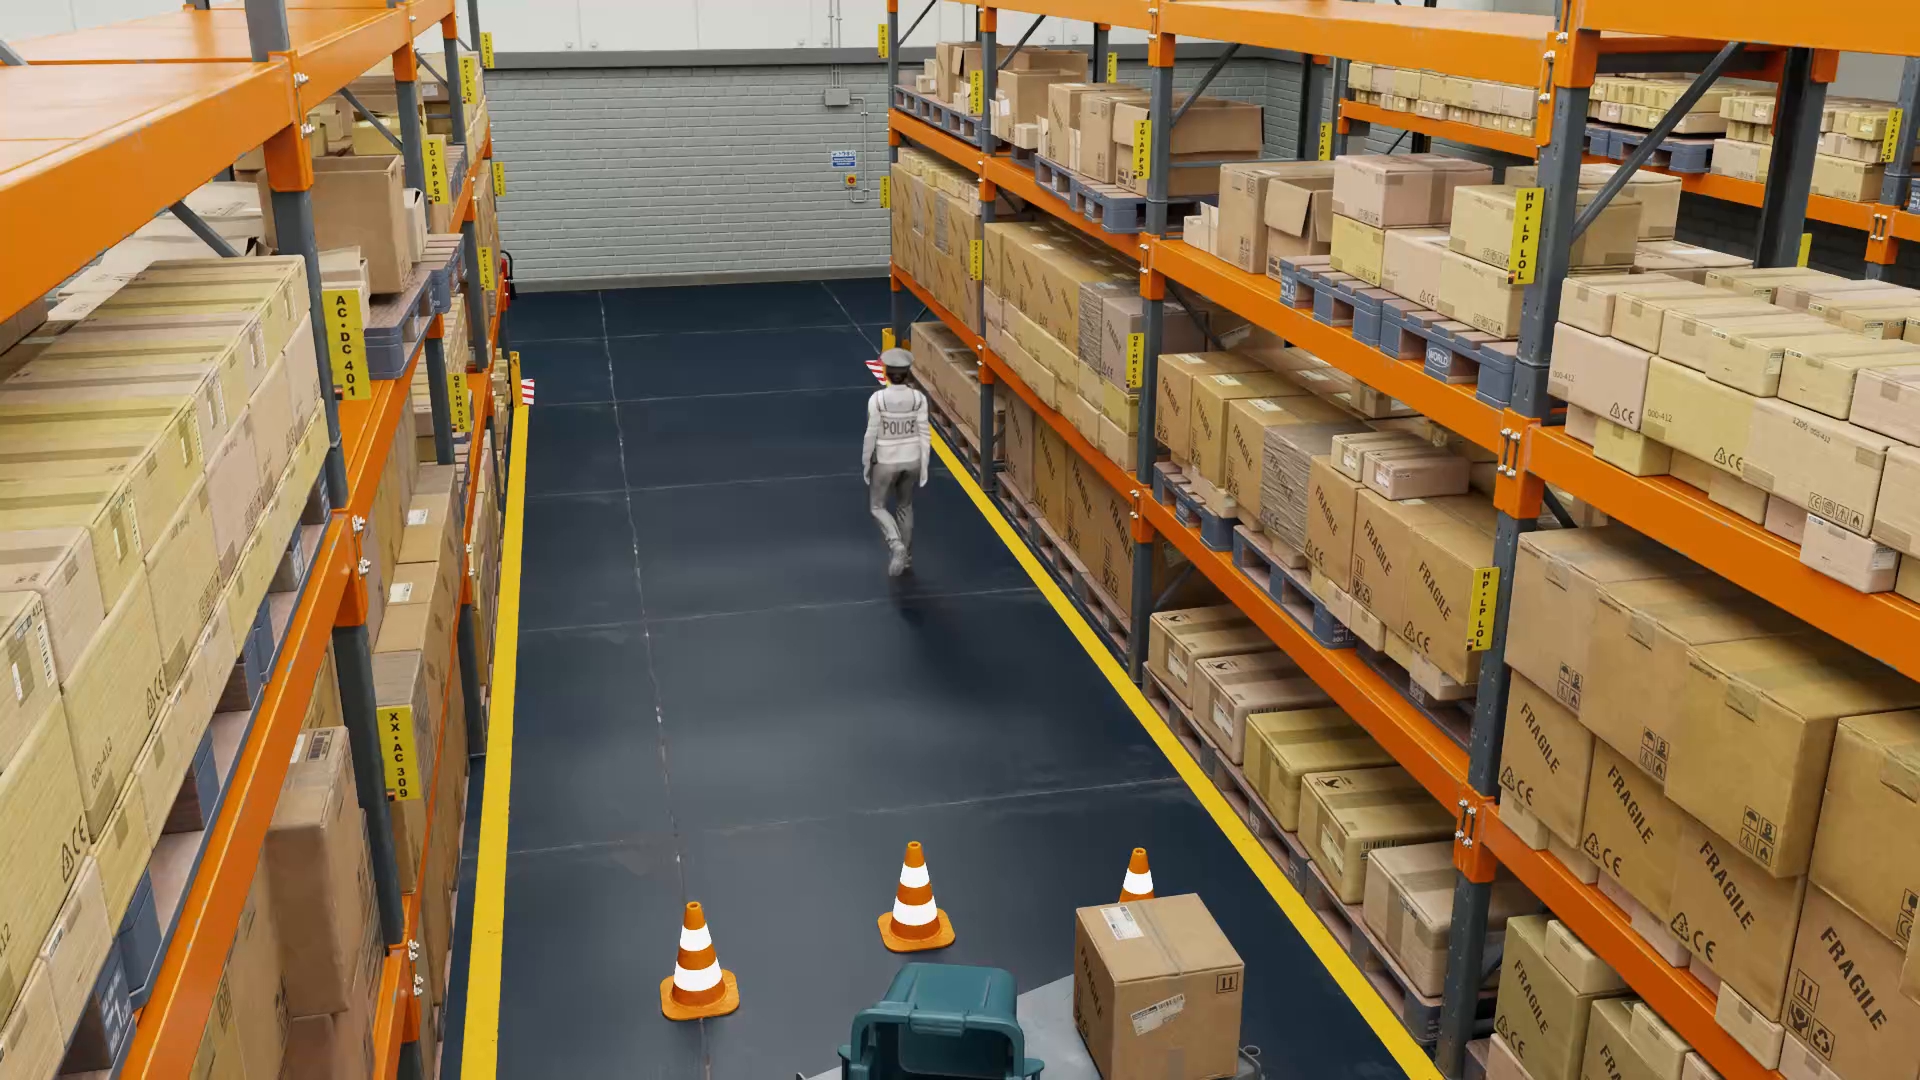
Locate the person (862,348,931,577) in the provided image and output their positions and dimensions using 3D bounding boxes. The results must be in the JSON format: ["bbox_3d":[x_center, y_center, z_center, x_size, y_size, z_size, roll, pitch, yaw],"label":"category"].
[{"bbox_3d":[-0.446,-0.543,12.000,0.492,1.660,0.641,-7,21,-18],"label":"person"}]
